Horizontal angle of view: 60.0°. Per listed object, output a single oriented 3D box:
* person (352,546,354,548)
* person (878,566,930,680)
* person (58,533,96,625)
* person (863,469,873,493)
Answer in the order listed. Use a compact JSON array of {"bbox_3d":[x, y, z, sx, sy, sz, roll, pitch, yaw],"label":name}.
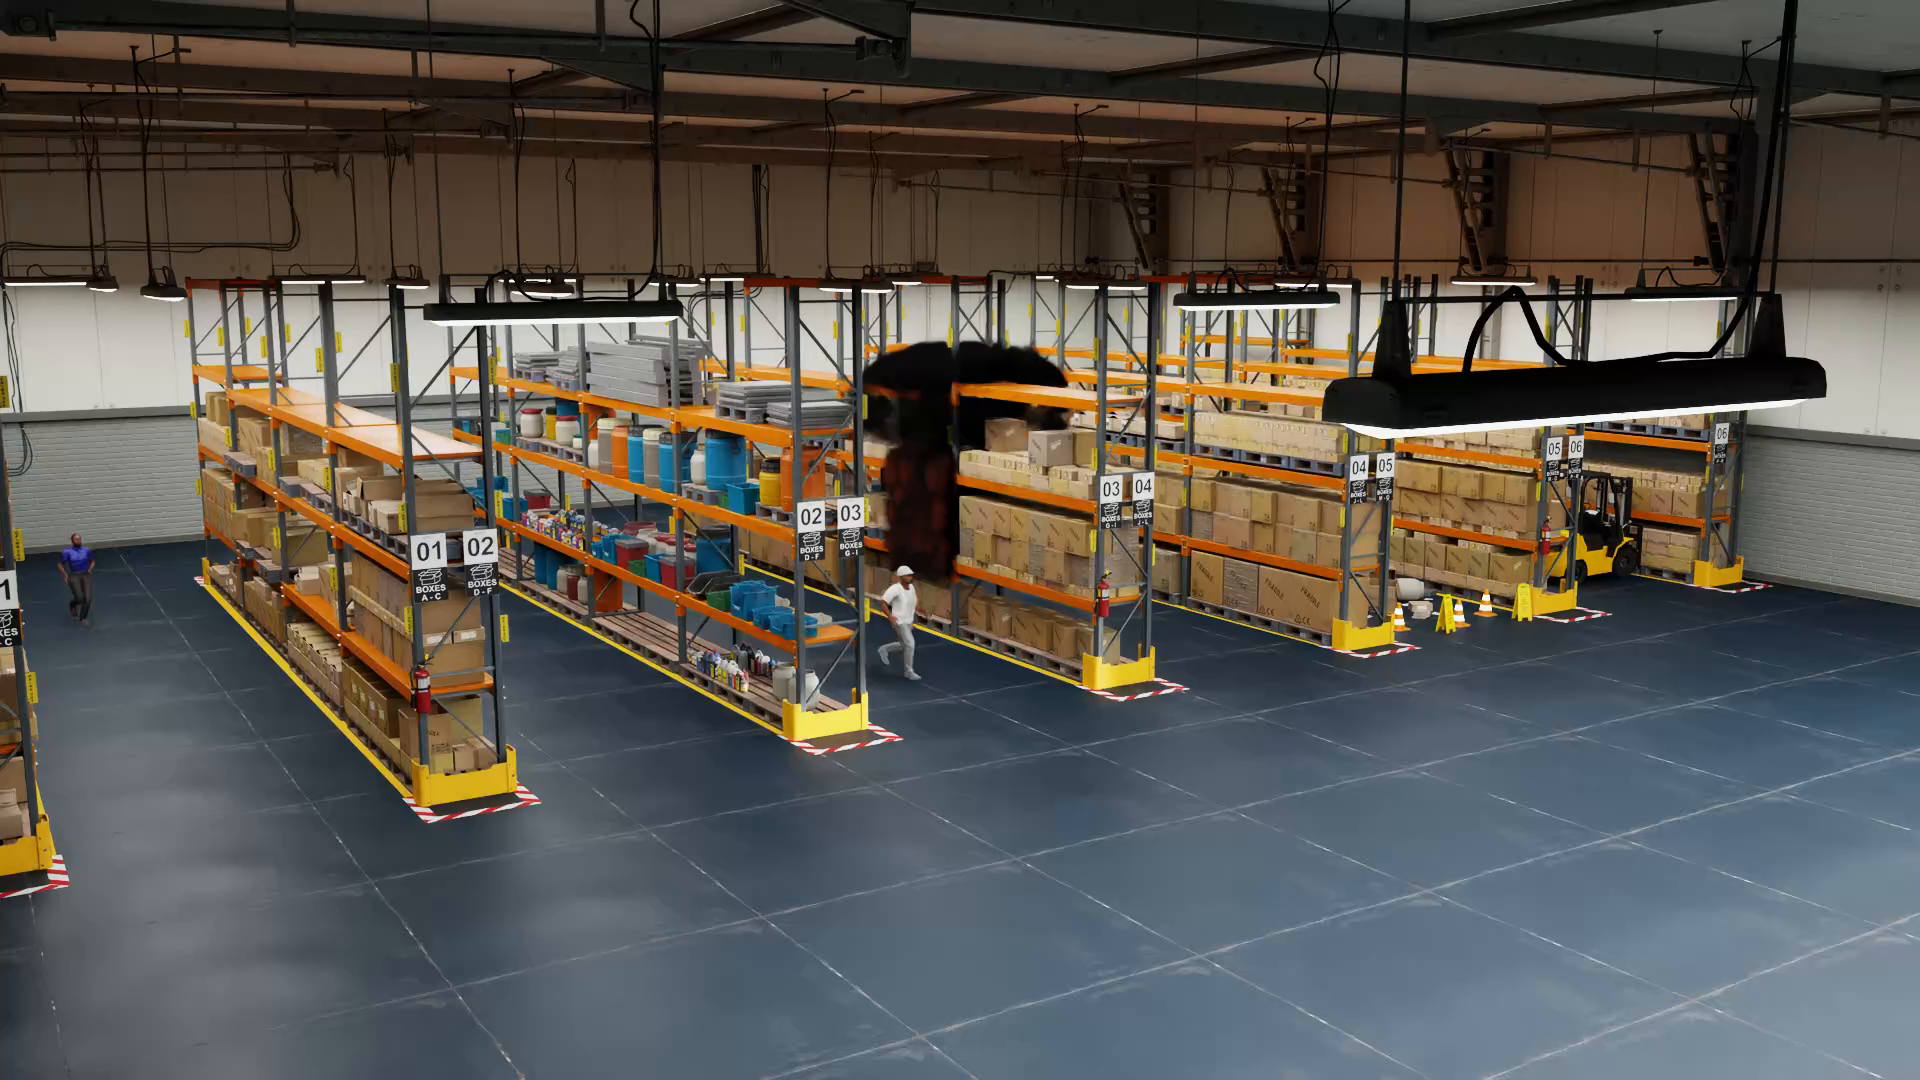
[{"bbox_3d":[-11.401,0.153,31.855,0.655,1.774,0.845,-6,11,-33],"label":"person"},{"bbox_3d":[-0.950,1.241,25.454,0.856,1.738,0.684,6,11,31],"label":"person"},{"bbox_3d":[-15.435,0.686,29.155,0.575,1.615,0.559,-9,13,-43],"label":"person"},{"bbox_3d":[-2.252,-0.854,38.344,0.511,1.578,0.639,-4,10,-24],"label":"person"}]
